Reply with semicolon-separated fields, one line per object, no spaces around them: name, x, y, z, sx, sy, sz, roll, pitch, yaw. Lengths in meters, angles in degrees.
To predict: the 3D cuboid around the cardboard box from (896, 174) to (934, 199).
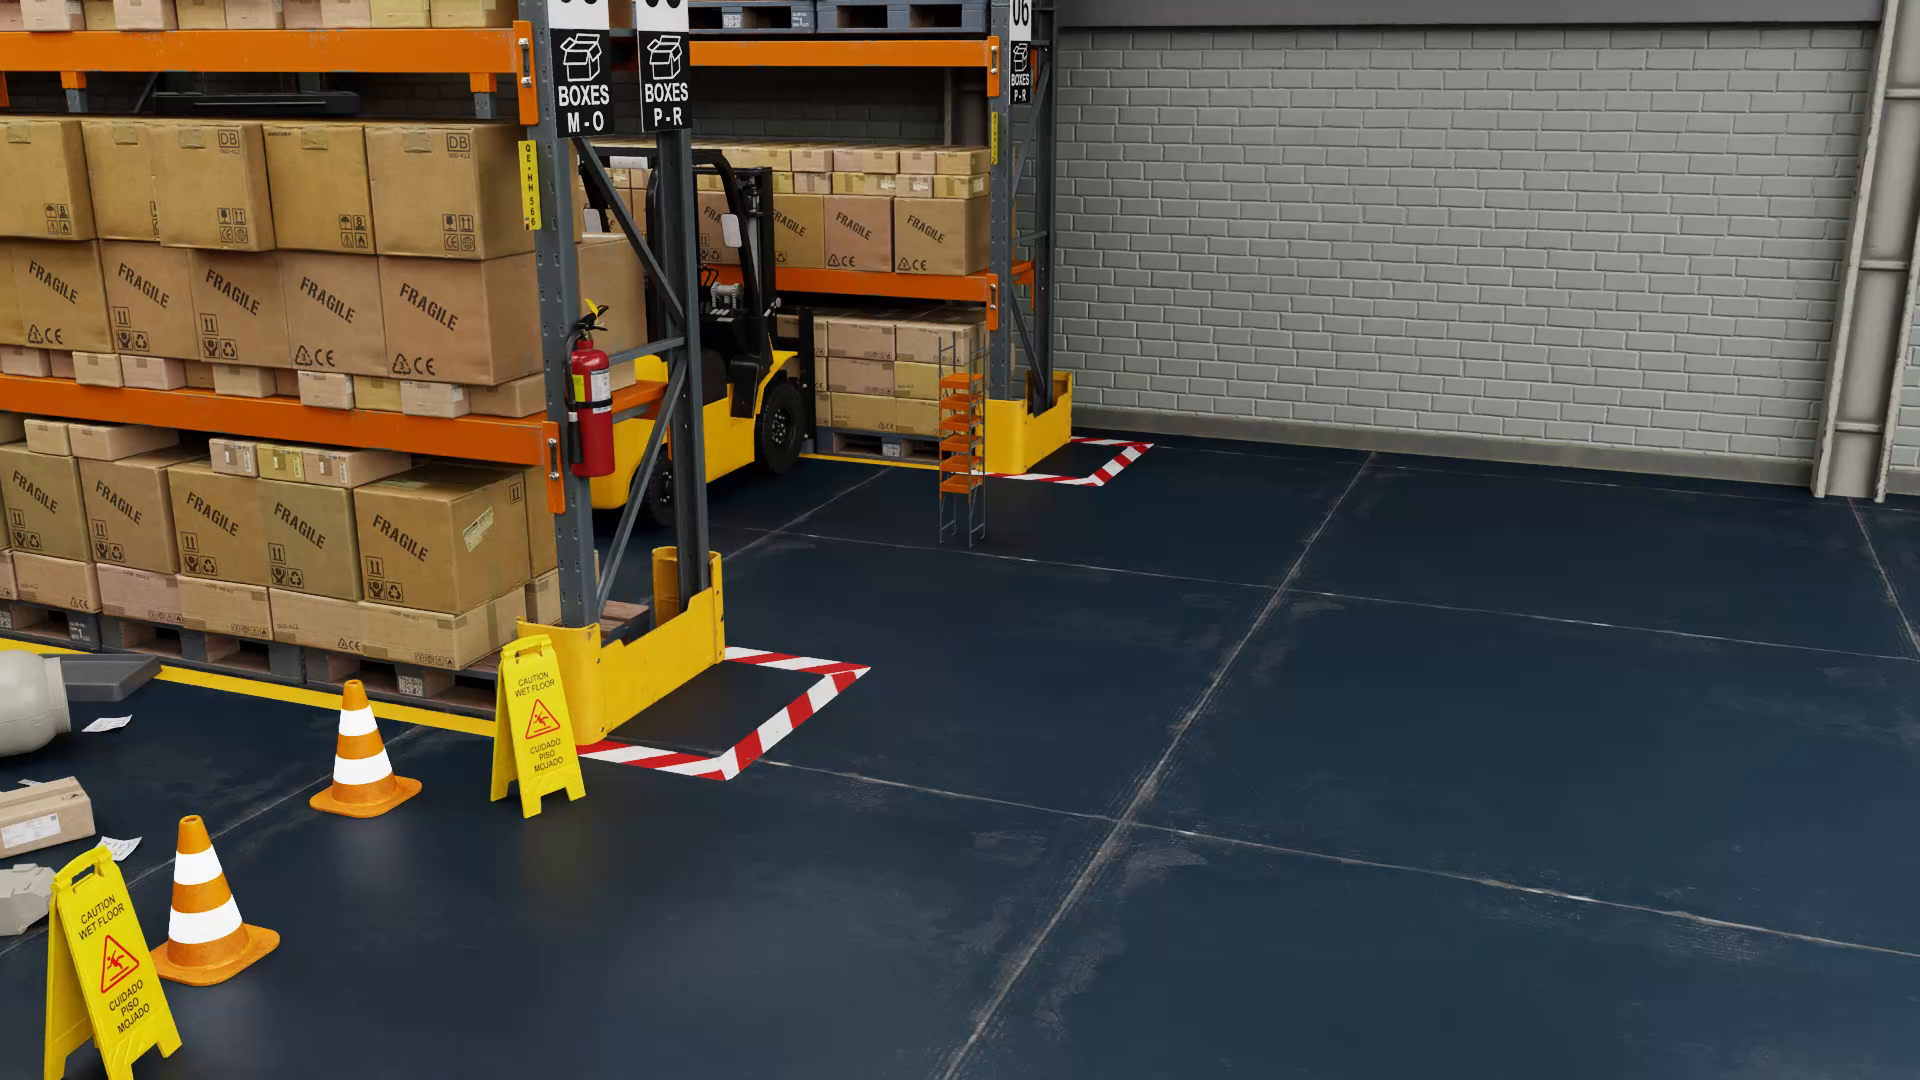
cardboard box;-0.239;-2.386;11.171;0.250;0.149;0.380;7;17;22

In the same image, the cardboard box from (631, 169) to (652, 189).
cardboard box;-2.146;-2.596;11.894;0.250;0.149;0.380;6;17;20

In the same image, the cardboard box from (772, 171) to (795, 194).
cardboard box;-1.193;-2.493;11.537;0.250;0.149;0.380;6;17;21

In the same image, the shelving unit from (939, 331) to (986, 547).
shelving unit;0.013;-0.575;9.501;0.189;1.200;0.258;6;17;21

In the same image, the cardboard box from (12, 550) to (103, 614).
cardboard box;-4.153;0.134;8.011;0.500;0.250;0.500;7;18;24

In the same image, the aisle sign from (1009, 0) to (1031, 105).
aisle sign;0.388;-3.211;10.692;0.004;0.787;0.394;6;17;21

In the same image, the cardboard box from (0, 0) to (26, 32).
cardboard box;-3.947;-2.287;7.243;0.250;0.149;0.380;6;17;19

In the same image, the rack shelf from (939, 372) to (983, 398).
rack shelf;0.013;-0.878;9.413;0.180;0.103;0.258;6;17;21

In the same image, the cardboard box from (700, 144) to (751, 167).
cardboard box;-1.633;-2.716;11.771;0.250;0.149;0.380;6;17;21

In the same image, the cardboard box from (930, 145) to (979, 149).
cardboard box;-0.023;-2.681;11.653;0.250;0.149;0.380;7;18;23

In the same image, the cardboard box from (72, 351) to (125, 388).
cardboard box;-3.742;-0.798;7.492;0.250;0.149;0.380;6;17;21

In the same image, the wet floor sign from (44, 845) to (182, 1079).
wet floor sign;-2.352;1.156;4.533;0.232;0.644;0.267;3;17;11

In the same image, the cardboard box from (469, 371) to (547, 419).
cardboard box;-1.809;-0.620;6.880;0.250;0.149;0.380;7;18;22

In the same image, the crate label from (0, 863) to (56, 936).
crate label;-3.101;1.166;5.412;0.298;0.136;0.250;-2;16;-8

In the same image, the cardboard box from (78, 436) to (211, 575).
cardboard box;-3.670;-0.173;7.722;0.500;0.500;0.500;7;18;24

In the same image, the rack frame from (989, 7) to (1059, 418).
rack frame;0.435;-2.046;11.340;0.127;3.000;1.000;6;17;21

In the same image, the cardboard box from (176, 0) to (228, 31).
cardboard box;-2.998;-2.180;6.873;0.250;0.149;0.380;6;17;19

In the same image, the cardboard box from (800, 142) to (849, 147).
cardboard box;-0.968;-2.799;12.057;0.250;0.149;0.380;6;17;19

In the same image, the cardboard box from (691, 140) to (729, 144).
cardboard box;-1.919;-2.902;12.412;0.250;0.149;0.380;6;17;20

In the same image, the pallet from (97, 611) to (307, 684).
pallet;-3.327;0.356;8.069;1.213;0.211;1.003;6;17;21

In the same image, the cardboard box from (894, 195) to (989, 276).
cardboard box;-0.119;-2.076;11.265;0.500;0.500;0.500;6;17;19

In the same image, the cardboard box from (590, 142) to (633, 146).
cardboard box;-2.582;-2.821;12.133;0.250;0.149;0.380;6;17;20

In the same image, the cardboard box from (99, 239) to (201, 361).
cardboard box;-3.382;-1.094;7.349;0.500;0.500;0.500;6;17;21

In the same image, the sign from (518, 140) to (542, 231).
sign;-1.605;-1.324;6.210;0.005;0.325;0.100;6;17;21

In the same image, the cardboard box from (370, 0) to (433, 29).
cardboard box;-2.061;-2.059;6.455;0.250;0.149;0.380;6;17;21

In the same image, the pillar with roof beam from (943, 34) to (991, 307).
pillar with roof beam;-1.462;-4.115;7.708;0.400;9.000;9.100;6;17;21

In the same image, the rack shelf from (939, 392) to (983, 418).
rack shelf;0.013;-0.763;9.447;0.180;0.103;0.258;6;17;21

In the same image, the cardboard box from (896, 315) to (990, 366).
cardboard box;-0.108;-1.373;11.409;0.500;0.250;0.500;7;18;22

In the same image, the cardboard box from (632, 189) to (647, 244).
cardboard box;-2.007;-2.289;12.000;0.500;0.500;0.500;6;17;20

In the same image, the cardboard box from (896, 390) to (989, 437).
cardboard box;-0.118;-0.893;11.548;0.500;0.250;0.500;6;17;21

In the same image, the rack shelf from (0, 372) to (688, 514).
rack shelf;-3.243;-0.617;7.709;4.000;0.370;1.077;6;17;21

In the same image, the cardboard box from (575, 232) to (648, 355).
cardboard box;-1.722;-1.069;7.263;0.500;0.500;0.500;6;17;20

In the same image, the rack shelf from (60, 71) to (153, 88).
rack shelf;-8.868;-4.164;14.546;4.000;0.370;1.077;6;17;21

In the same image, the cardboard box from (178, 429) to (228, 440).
cardboard box;-3.506;-0.314;8.209;0.500;0.500;0.500;7;18;24

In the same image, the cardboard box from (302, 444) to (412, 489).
cardboard box;-2.590;-0.345;7.153;0.250;0.149;0.380;7;18;22

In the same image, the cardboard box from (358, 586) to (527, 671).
cardboard box;-2.256;0.346;7.282;0.500;0.250;0.500;6;17;20

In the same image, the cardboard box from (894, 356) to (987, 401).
cardboard box;-0.133;-1.136;11.487;0.500;0.250;0.500;6;17;20

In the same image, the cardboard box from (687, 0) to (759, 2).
cardboard box;-1.513;-3.968;11.463;0.637;0.503;0.797;7;18;22

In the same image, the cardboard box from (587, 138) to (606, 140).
cardboard box;-2.878;-3.003;12.761;0.250;0.149;0.380;6;17;21

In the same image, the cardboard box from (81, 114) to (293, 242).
cardboard box;-3.331;-1.591;7.267;0.500;0.500;0.700;6;17;20

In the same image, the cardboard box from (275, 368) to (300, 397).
cardboard box;-2.754;-0.730;7.259;0.250;0.149;0.380;7;17;21

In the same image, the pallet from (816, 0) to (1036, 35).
pallet;-0.213;-3.523;11.206;1.213;0.211;1.003;6;17;21

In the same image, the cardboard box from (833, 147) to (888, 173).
cardboard box;-0.674;-2.612;11.413;0.250;0.149;0.380;6;17;21

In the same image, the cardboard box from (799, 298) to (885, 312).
cardboard box;-0.870;-1.609;12.222;0.500;0.250;0.500;6;17;20

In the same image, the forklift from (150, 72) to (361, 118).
forklift;-4.173;-1.649;10.097;1.130;2.935;3.031;-8;18;-26

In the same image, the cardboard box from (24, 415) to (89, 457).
cardboard box;-4.081;-0.509;7.717;0.250;0.149;0.380;7;18;23
